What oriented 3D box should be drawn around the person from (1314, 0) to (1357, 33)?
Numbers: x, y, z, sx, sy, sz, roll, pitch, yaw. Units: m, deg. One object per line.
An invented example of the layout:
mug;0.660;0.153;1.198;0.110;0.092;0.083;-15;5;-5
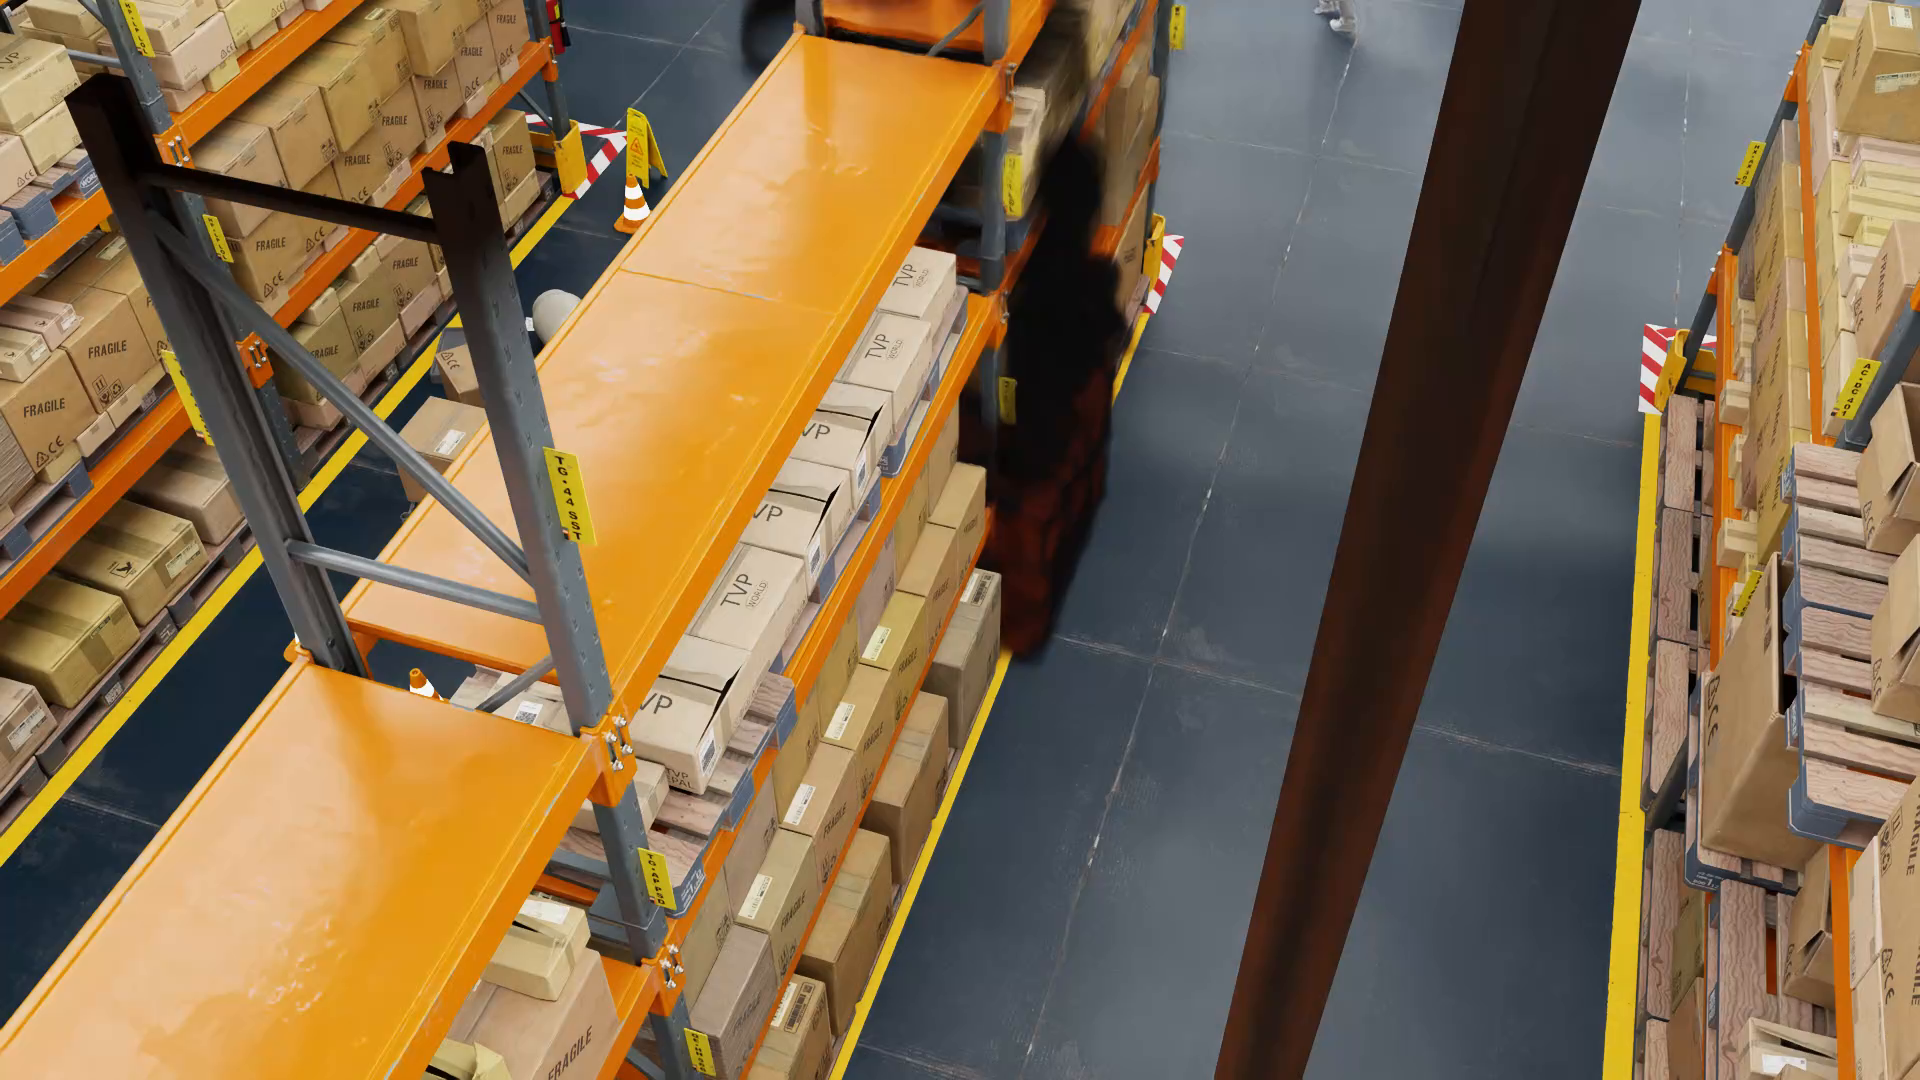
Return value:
person;3.526;-5.554;15.348;0.670;1.829;0.777;-25;51;-22
